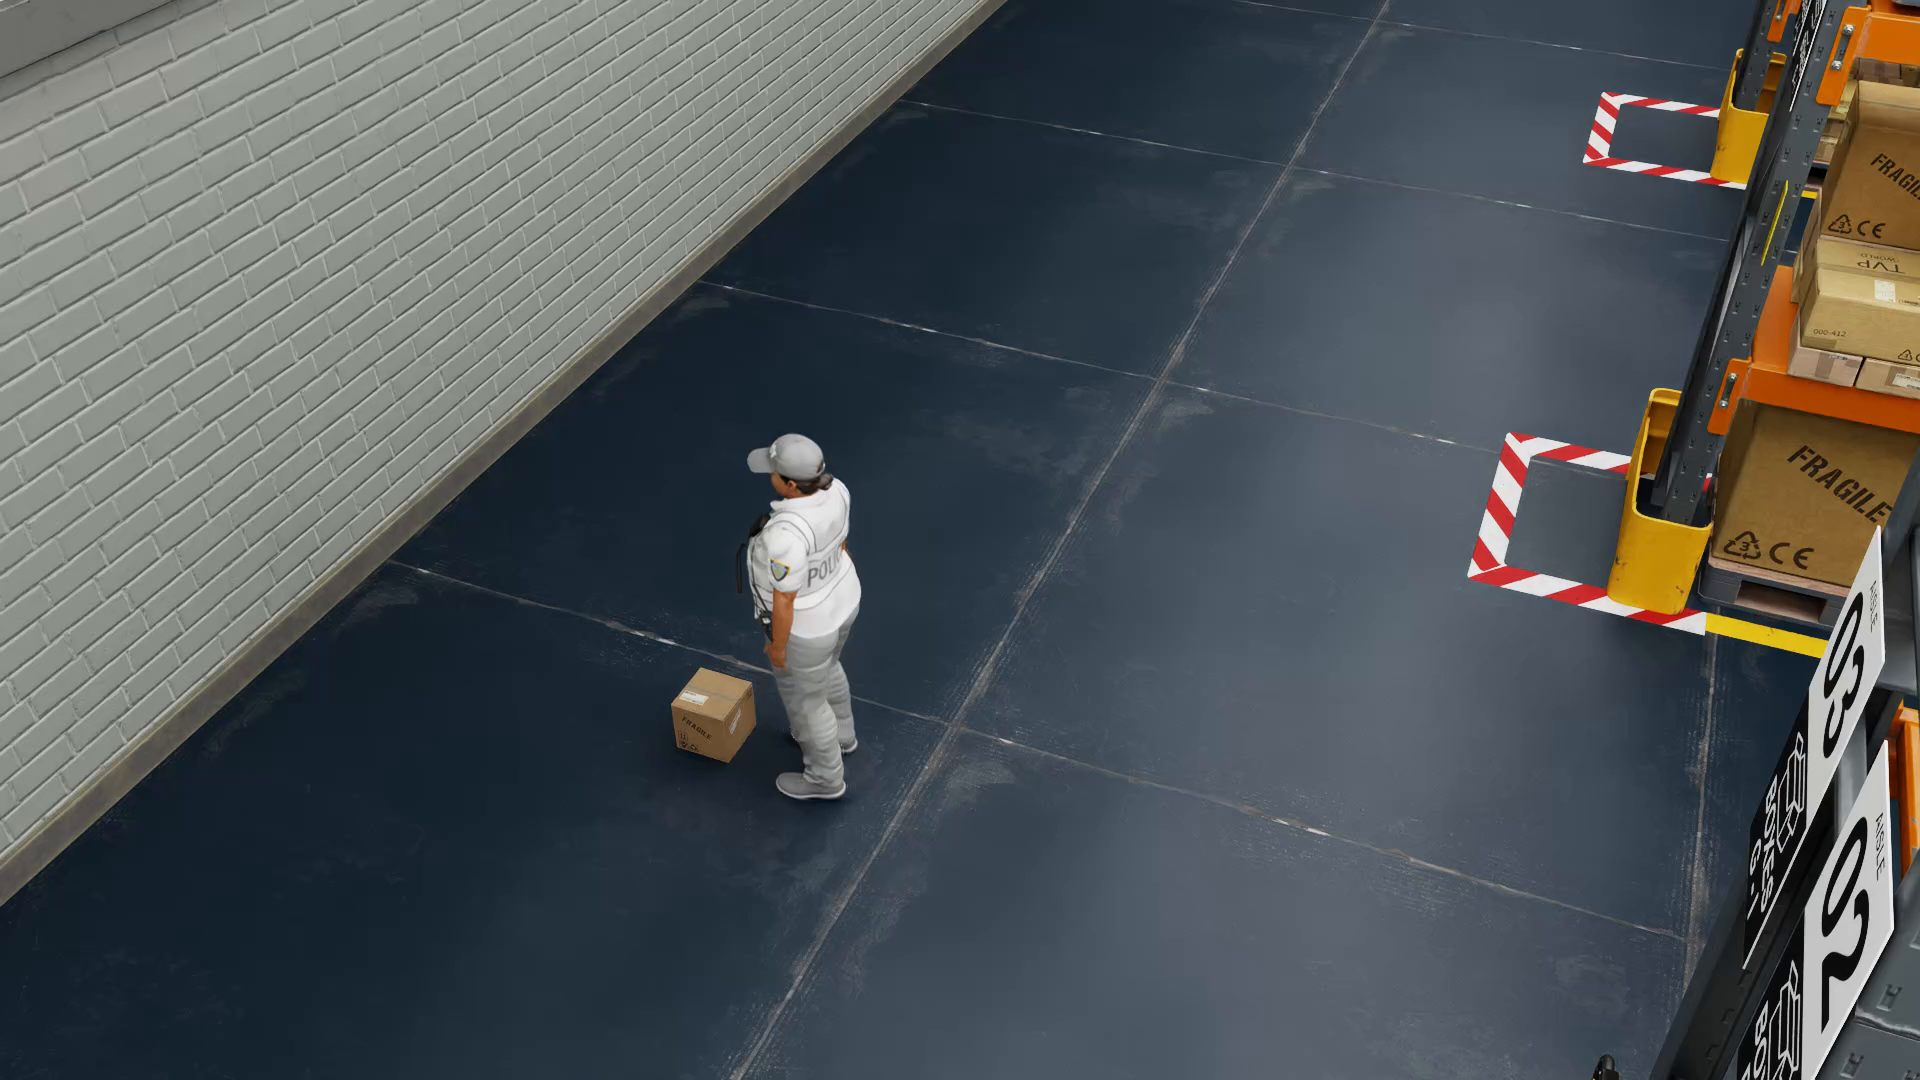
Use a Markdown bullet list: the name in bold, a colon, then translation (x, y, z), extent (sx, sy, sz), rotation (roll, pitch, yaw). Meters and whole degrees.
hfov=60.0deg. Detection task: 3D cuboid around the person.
- **person**: translation (-0.603, 0.295, 6.443), extent (0.393, 1.672, 0.472), rotation (15, 40, 19)
